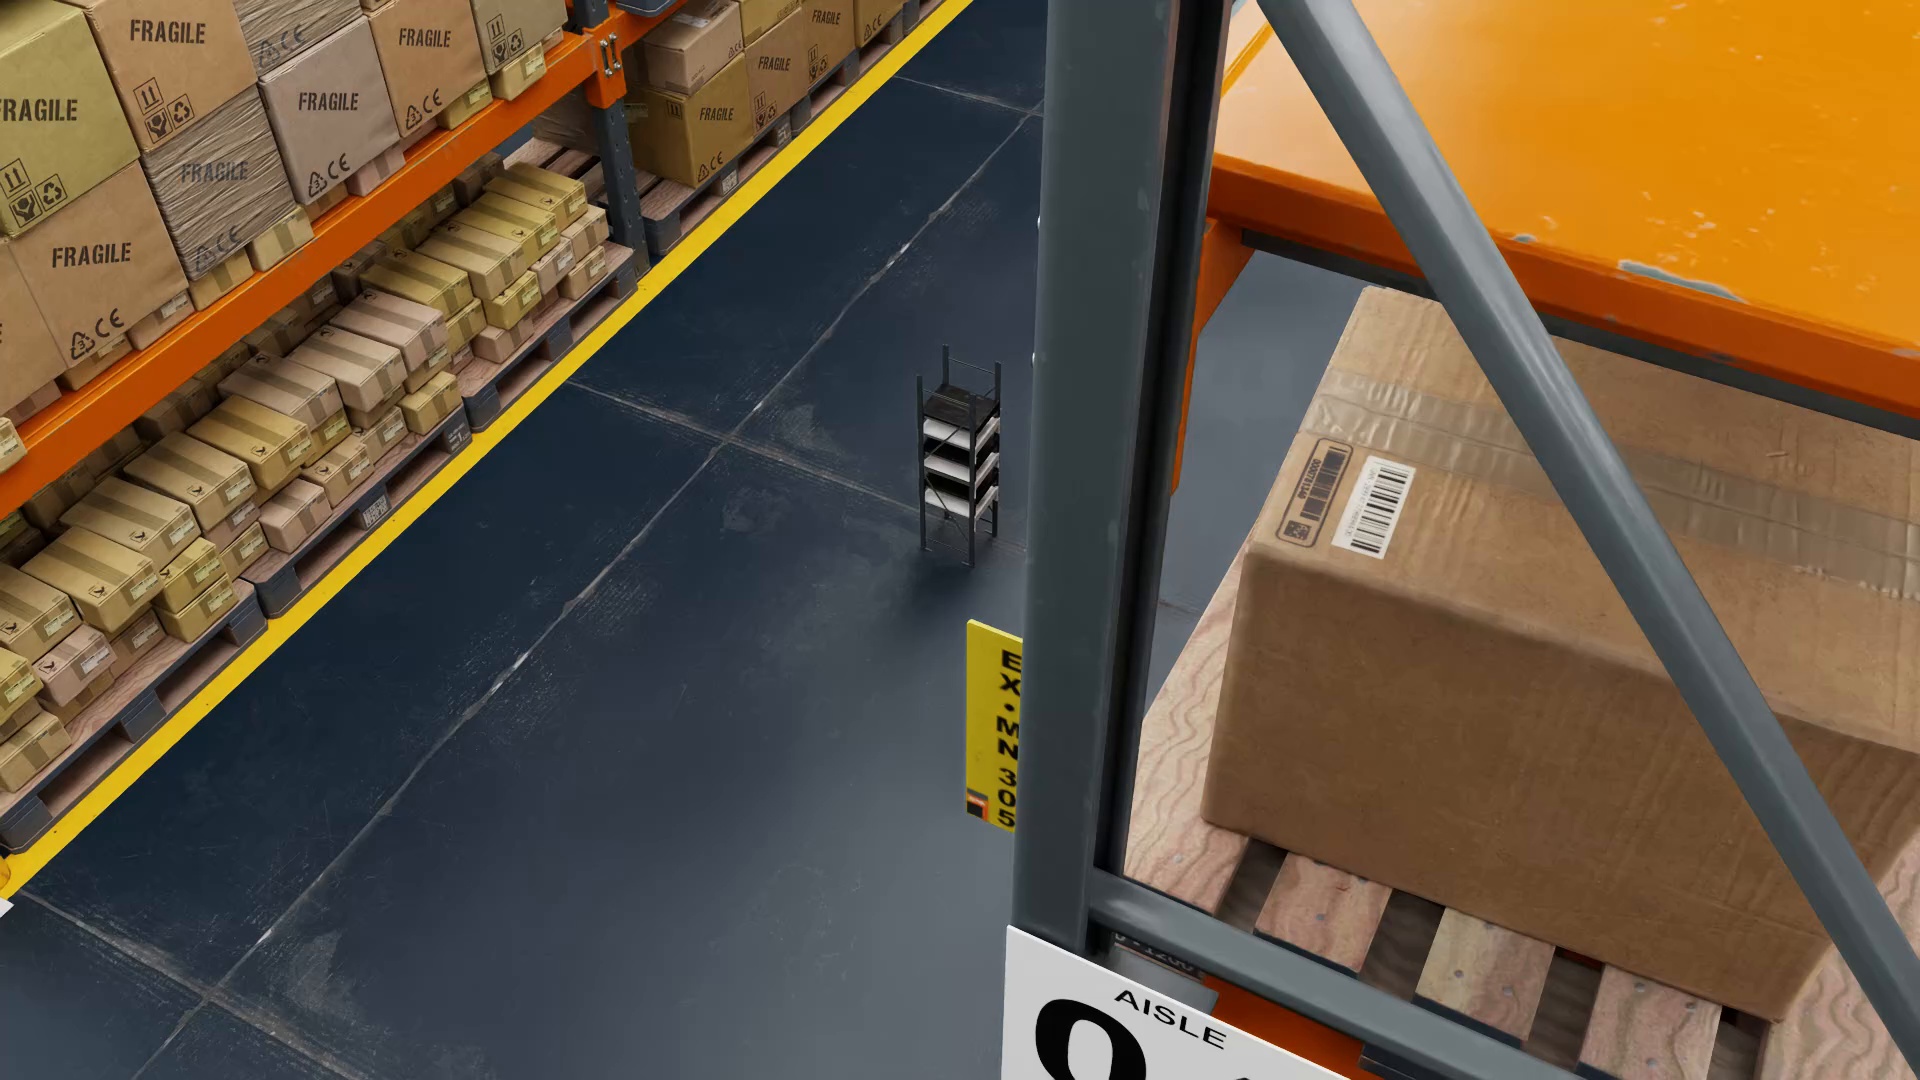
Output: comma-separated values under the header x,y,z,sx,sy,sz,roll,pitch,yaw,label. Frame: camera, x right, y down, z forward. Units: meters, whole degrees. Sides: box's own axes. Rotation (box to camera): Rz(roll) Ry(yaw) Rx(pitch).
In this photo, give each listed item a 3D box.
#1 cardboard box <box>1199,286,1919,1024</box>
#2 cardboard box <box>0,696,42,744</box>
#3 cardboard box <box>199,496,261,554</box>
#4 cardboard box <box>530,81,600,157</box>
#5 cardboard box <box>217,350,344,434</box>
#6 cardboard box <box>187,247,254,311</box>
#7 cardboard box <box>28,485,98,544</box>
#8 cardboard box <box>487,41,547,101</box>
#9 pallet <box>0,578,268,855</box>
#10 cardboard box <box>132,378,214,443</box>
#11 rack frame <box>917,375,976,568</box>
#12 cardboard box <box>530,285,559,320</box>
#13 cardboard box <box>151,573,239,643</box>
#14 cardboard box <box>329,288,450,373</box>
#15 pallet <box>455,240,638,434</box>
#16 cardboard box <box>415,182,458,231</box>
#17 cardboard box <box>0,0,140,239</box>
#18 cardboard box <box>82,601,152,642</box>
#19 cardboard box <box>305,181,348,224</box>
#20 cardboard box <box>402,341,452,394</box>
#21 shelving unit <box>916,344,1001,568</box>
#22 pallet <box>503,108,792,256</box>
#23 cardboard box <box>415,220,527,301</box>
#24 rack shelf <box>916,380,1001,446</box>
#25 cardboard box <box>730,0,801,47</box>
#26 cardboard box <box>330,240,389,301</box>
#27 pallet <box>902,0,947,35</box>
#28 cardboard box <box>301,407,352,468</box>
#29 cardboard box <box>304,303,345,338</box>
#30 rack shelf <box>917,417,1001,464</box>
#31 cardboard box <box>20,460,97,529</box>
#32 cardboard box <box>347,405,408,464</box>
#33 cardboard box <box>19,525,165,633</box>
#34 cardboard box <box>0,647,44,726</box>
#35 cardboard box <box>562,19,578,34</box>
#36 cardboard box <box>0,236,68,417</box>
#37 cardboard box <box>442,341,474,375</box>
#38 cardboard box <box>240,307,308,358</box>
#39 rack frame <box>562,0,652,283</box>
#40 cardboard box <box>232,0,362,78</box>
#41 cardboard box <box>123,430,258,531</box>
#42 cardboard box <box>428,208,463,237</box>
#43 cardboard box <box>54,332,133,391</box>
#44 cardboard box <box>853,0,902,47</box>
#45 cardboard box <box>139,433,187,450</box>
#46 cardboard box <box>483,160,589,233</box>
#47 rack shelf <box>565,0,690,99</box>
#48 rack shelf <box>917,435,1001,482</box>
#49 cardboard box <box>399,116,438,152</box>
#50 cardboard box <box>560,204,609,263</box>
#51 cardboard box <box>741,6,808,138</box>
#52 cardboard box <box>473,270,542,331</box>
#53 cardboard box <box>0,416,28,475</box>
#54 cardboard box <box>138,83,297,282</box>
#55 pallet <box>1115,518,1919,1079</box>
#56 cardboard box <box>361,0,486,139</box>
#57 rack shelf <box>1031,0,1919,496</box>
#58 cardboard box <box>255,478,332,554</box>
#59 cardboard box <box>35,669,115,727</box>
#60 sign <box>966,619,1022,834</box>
x,y,z,sx,sy,sz,roll,pitch,yaw,label
0.720,0.118,1.979,0.700,0.500,0.500,18,48,17,cardboard box
-3.349,0.539,5.608,0.380,0.149,0.250,22,49,21,cardboard box
-2.883,-0.122,6.262,0.380,0.149,0.250,18,48,17,cardboard box
-1.843,-2.303,8.380,0.500,0.500,0.500,20,49,18,cardboard box
-2.650,-0.563,6.489,0.380,0.149,0.250,21,49,19,cardboard box
-2.700,-0.972,5.779,0.380,0.149,0.250,22,49,20,cardboard box
-3.372,-0.105,6.245,0.380,0.149,0.250,20,49,19,cardboard box
-1.911,-1.941,6.736,0.380,0.149,0.250,19,48,18,cardboard box
-3.376,0.467,6.140,1.003,0.211,1.213,20,49,19,pallet
-3.151,-0.541,6.466,0.380,0.149,0.250,19,48,18,cardboard box
-0.051,-0.247,6.362,0.240,0.900,0.006,20,49,19,rack frame
-2.038,-1.135,7.472,0.380,0.149,0.250,22,49,20,cardboard box
-2.919,0.189,6.163,0.380,0.149,0.250,21,49,20,cardboard box
-2.324,-0.858,6.779,0.380,0.149,0.250,18,48,17,cardboard box
-2.244,-1.070,7.659,1.003,0.211,1.213,20,49,19,pallet
-2.487,-1.537,7.451,0.380,0.149,0.250,23,50,21,cardboard box
-2.887,-1.292,4.935,0.500,0.500,0.500,19,48,18,cardboard box
-3.137,0.202,5.941,0.380,0.149,0.250,21,49,20,cardboard box
-2.495,-1.315,6.117,0.380,0.149,0.250,20,49,18,cardboard box
-2.355,-0.790,6.922,0.380,0.149,0.250,22,49,20,cardboard box
-0.004,-0.311,6.425,0.258,0.900,0.210,20,49,19,shelving unit
-1.603,-1.996,8.574,1.003,0.211,1.213,20,49,19,pallet
-2.090,-1.196,7.114,0.380,0.149,0.250,20,49,19,cardboard box
-0.004,-0.478,6.257,0.258,0.077,0.200,20,49,19,rack shelf
-1.141,-2.732,8.276,0.500,0.250,0.500,22,49,20,cardboard box
-2.662,-1.190,7.108,0.380,0.149,0.250,19,48,18,cardboard box
-0.470,-3.533,10.093,1.003,0.211,1.213,20,49,19,pallet
-2.659,-0.474,6.609,0.380,0.149,0.250,23,50,21,cardboard box
-2.810,-0.923,7.054,0.380,0.149,0.250,23,50,21,cardboard box
-0.004,-0.414,6.321,0.258,0.077,0.200,20,49,19,rack shelf
-3.447,-0.224,6.153,0.380,0.149,0.250,19,48,18,cardboard box
-2.504,-0.477,6.821,0.380,0.149,0.250,21,49,20,cardboard box
-3.024,0.132,5.801,0.380,0.149,0.250,20,49,19,cardboard box
-3.276,0.462,5.475,0.380,0.149,0.250,18,48,17,cardboard box
-1.841,-2.570,8.116,0.500,0.250,0.500,19,48,18,cardboard box
-3.141,-0.642,4.996,0.500,0.500,0.500,21,49,19,cardboard box
-2.334,-0.821,7.162,0.380,0.149,0.250,19,48,18,cardboard box
-2.905,-0.857,6.779,0.380,0.149,0.250,19,48,17,cardboard box
-1.963,-2.485,7.097,1.000,3.000,0.127,20,49,19,rack frame
-2.427,-1.946,5.582,0.500,0.500,0.500,22,49,20,cardboard box
-2.845,-0.223,6.152,0.380,0.149,0.250,22,49,21,cardboard box
-2.453,-1.423,7.548,0.380,0.149,0.250,21,49,19,cardboard box
-2.979,-0.670,5.480,0.380,0.149,0.250,20,49,19,cardboard box
-0.656,-3.109,9.176,0.500,0.500,0.500,18,48,17,cardboard box
-3.224,-0.456,6.591,0.380,0.149,0.250,23,50,21,cardboard box
-1.898,-1.530,7.444,0.380,0.149,0.250,22,49,20,cardboard box
-1.035,-3.492,8.598,1.077,0.370,4.000,20,49,19,rack shelf
-0.004,-0.351,6.385,0.258,0.077,0.200,20,49,19,rack shelf
-2.269,-1.653,6.451,0.380,0.149,0.250,19,48,18,cardboard box
-1.828,-1.432,7.556,0.380,0.149,0.250,21,49,20,cardboard box
-1.141,-2.466,8.540,0.500,0.500,0.500,23,50,21,cardboard box
-2.051,-1.083,7.211,0.380,0.149,0.250,19,48,18,cardboard box
-3.126,-0.299,5.113,0.380,0.149,0.250,19,48,18,cardboard box
-2.671,-1.270,5.616,0.500,0.500,0.500,19,48,18,cardboard box
0.861,0.242,2.355,1.003,0.211,1.213,20,49,19,pallet
-2.180,-1.900,6.239,0.500,0.500,0.500,19,48,18,cardboard box
1.455,-1.239,2.435,1.077,0.370,4.000,20,49,19,rack shelf
-2.693,-0.131,6.480,0.380,0.149,0.250,18,48,17,cardboard box
-3.244,0.473,5.883,0.380,0.149,0.250,20,49,19,cardboard box
0.052,0.210,1.757,0.100,0.325,0.005,20,49,19,sign
